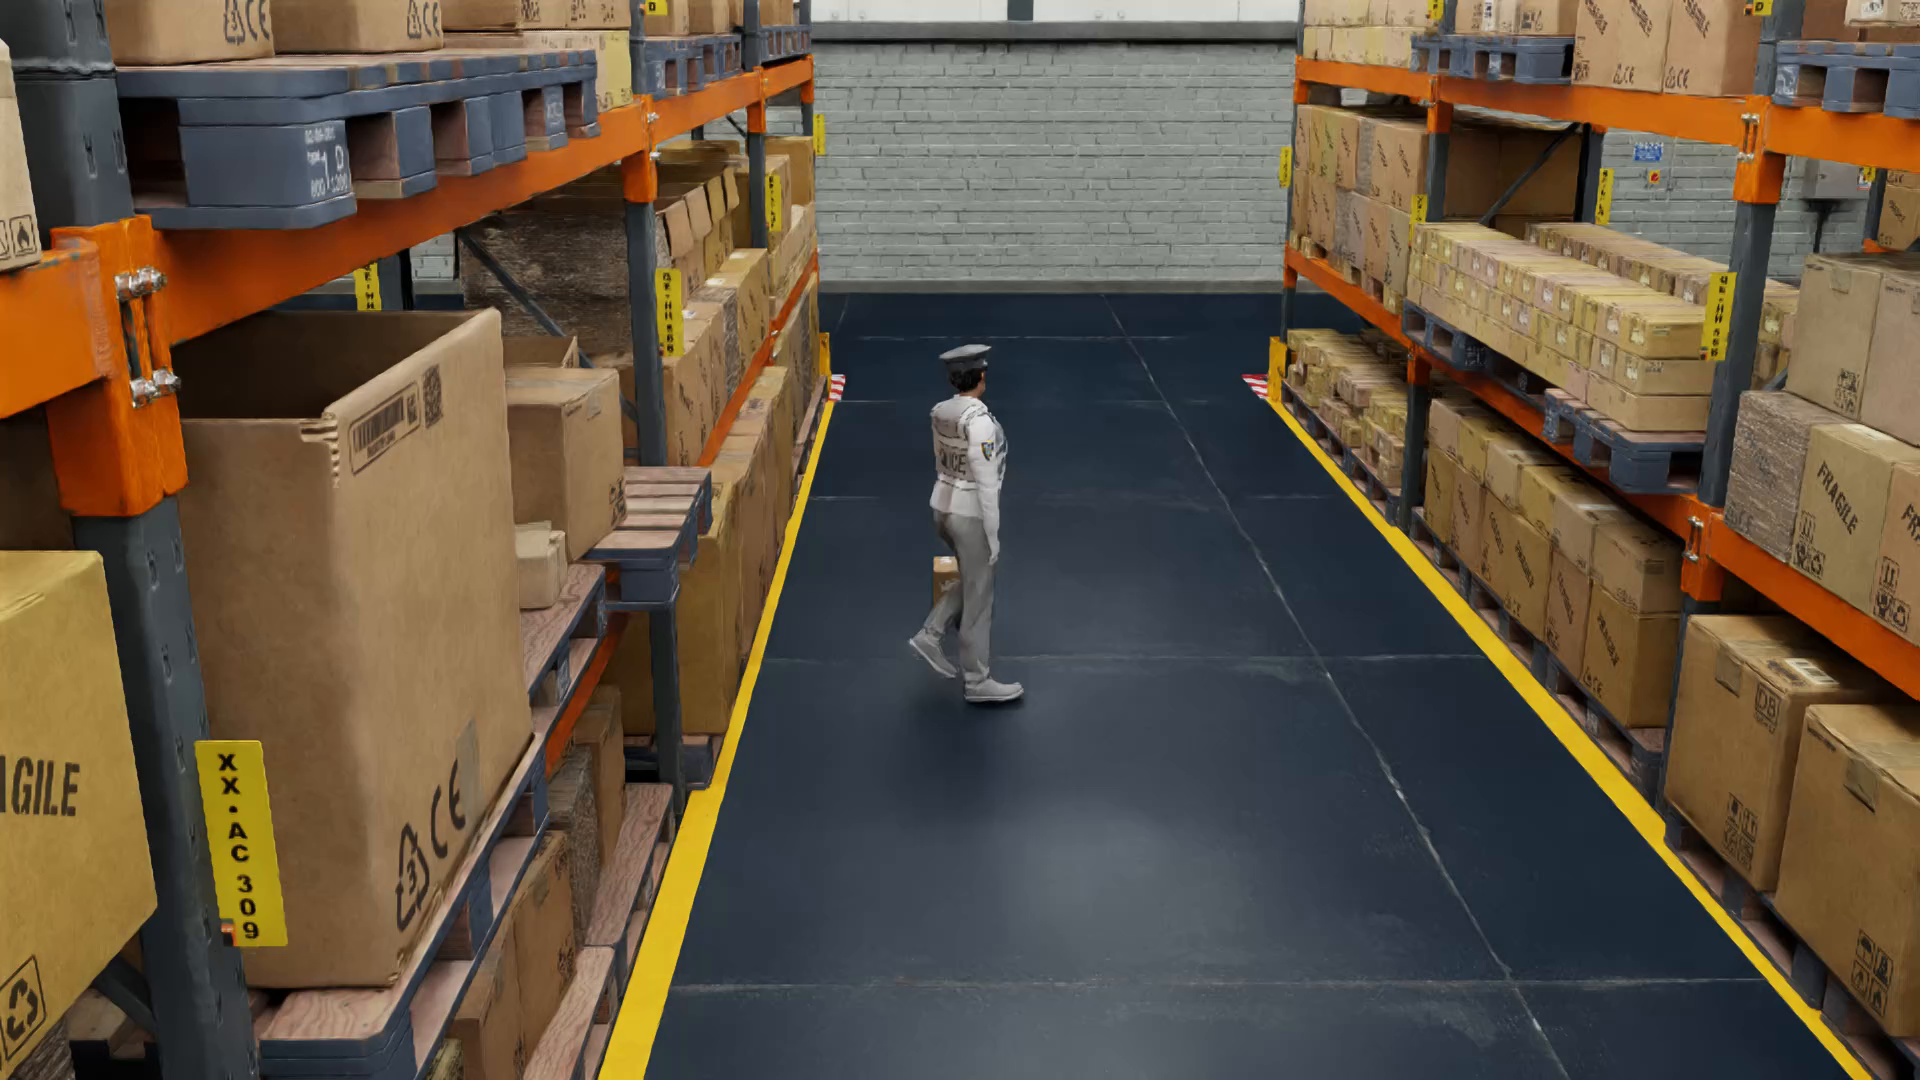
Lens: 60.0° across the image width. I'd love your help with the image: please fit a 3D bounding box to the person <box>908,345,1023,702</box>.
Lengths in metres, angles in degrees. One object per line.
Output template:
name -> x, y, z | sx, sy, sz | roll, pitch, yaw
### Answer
person -> 0.001, -0.078, 7.767 | 0.464, 1.646, 0.552 | -8, 19, -24
